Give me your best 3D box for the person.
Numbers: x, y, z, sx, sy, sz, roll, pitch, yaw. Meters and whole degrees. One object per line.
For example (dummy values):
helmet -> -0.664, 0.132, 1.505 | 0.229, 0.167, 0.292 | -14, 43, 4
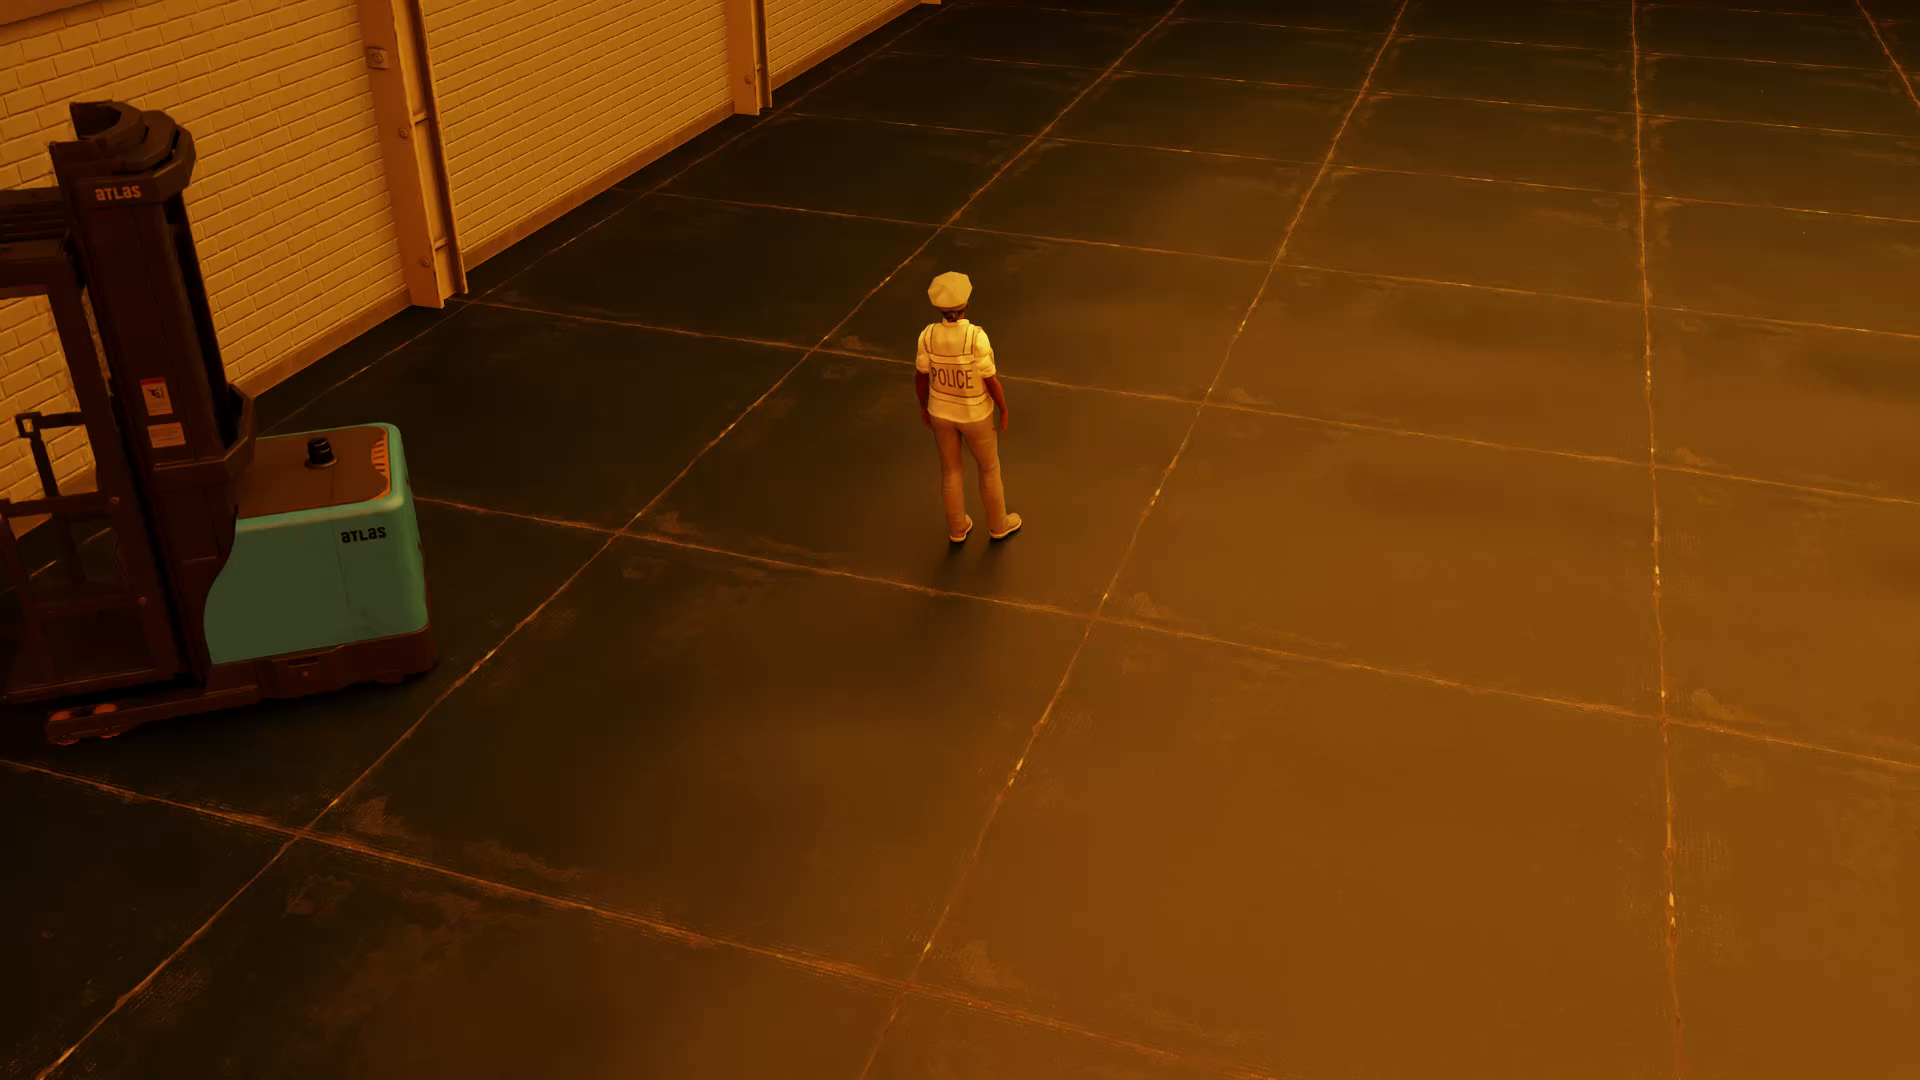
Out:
person -> 0.043, -0.775, 9.729 | 0.570, 1.697, 0.528 | 10, 31, 16

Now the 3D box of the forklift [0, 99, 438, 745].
forklift -> -4.349, -0.544, 8.091 | 3.031, 2.935, 1.130 | -9, 31, -16
